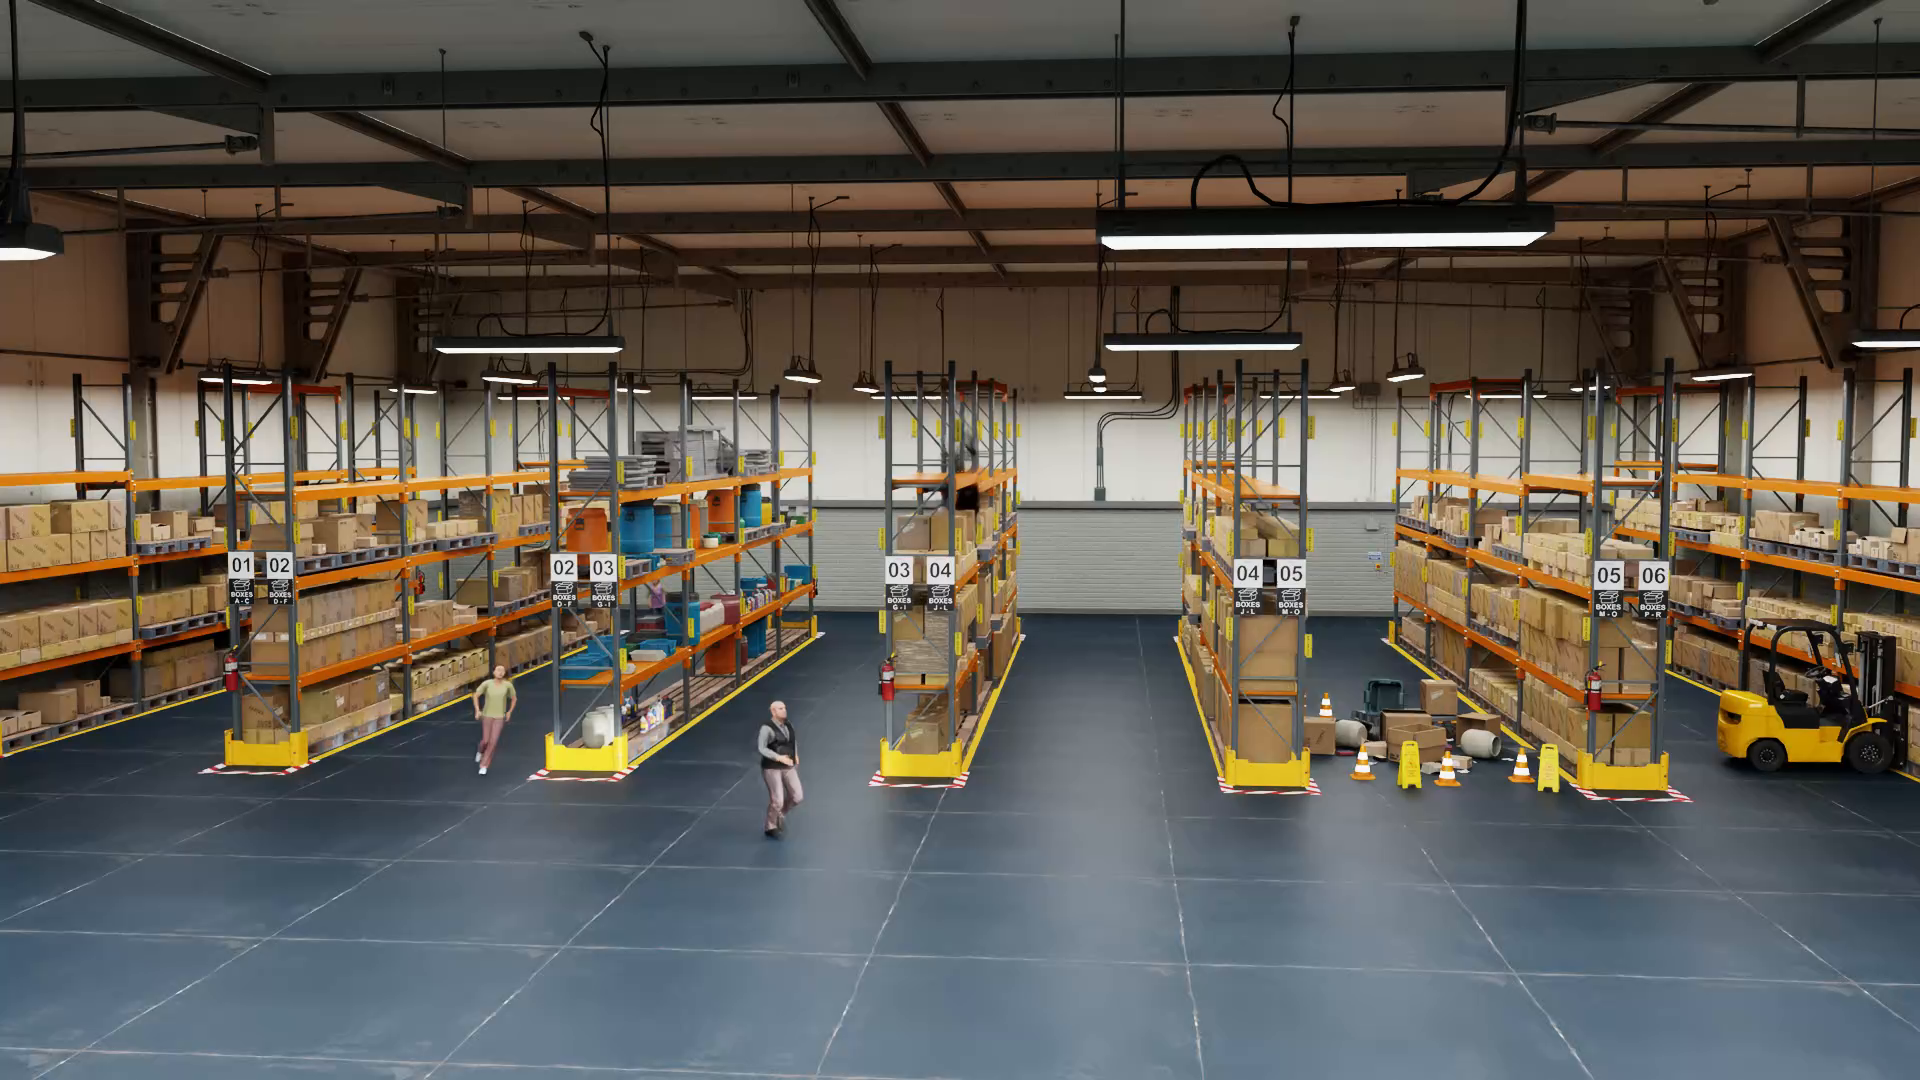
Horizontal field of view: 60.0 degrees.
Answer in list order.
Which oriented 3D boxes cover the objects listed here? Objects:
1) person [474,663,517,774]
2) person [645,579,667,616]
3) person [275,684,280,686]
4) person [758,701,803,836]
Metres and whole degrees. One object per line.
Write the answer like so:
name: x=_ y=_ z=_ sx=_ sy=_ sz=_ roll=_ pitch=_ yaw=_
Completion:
person: x=-6.806 y=2.596 z=24.410 sx=0.610 sy=1.595 sz=0.556 roll=-1 pitch=4 yaw=-20
person: x=-7.250 y=1.621 z=39.721 sx=0.553 sy=1.546 sz=0.557 roll=0 pitch=4 yaw=-6
person: x=-11.665 y=2.214 z=28.694 sx=0.675 sy=1.748 sz=0.852 roll=1 pitch=4 yaw=9
person: x=-2.168 y=2.808 z=20.408 sx=0.584 sy=1.678 sz=0.699 roll=3 pitch=5 yaw=40
